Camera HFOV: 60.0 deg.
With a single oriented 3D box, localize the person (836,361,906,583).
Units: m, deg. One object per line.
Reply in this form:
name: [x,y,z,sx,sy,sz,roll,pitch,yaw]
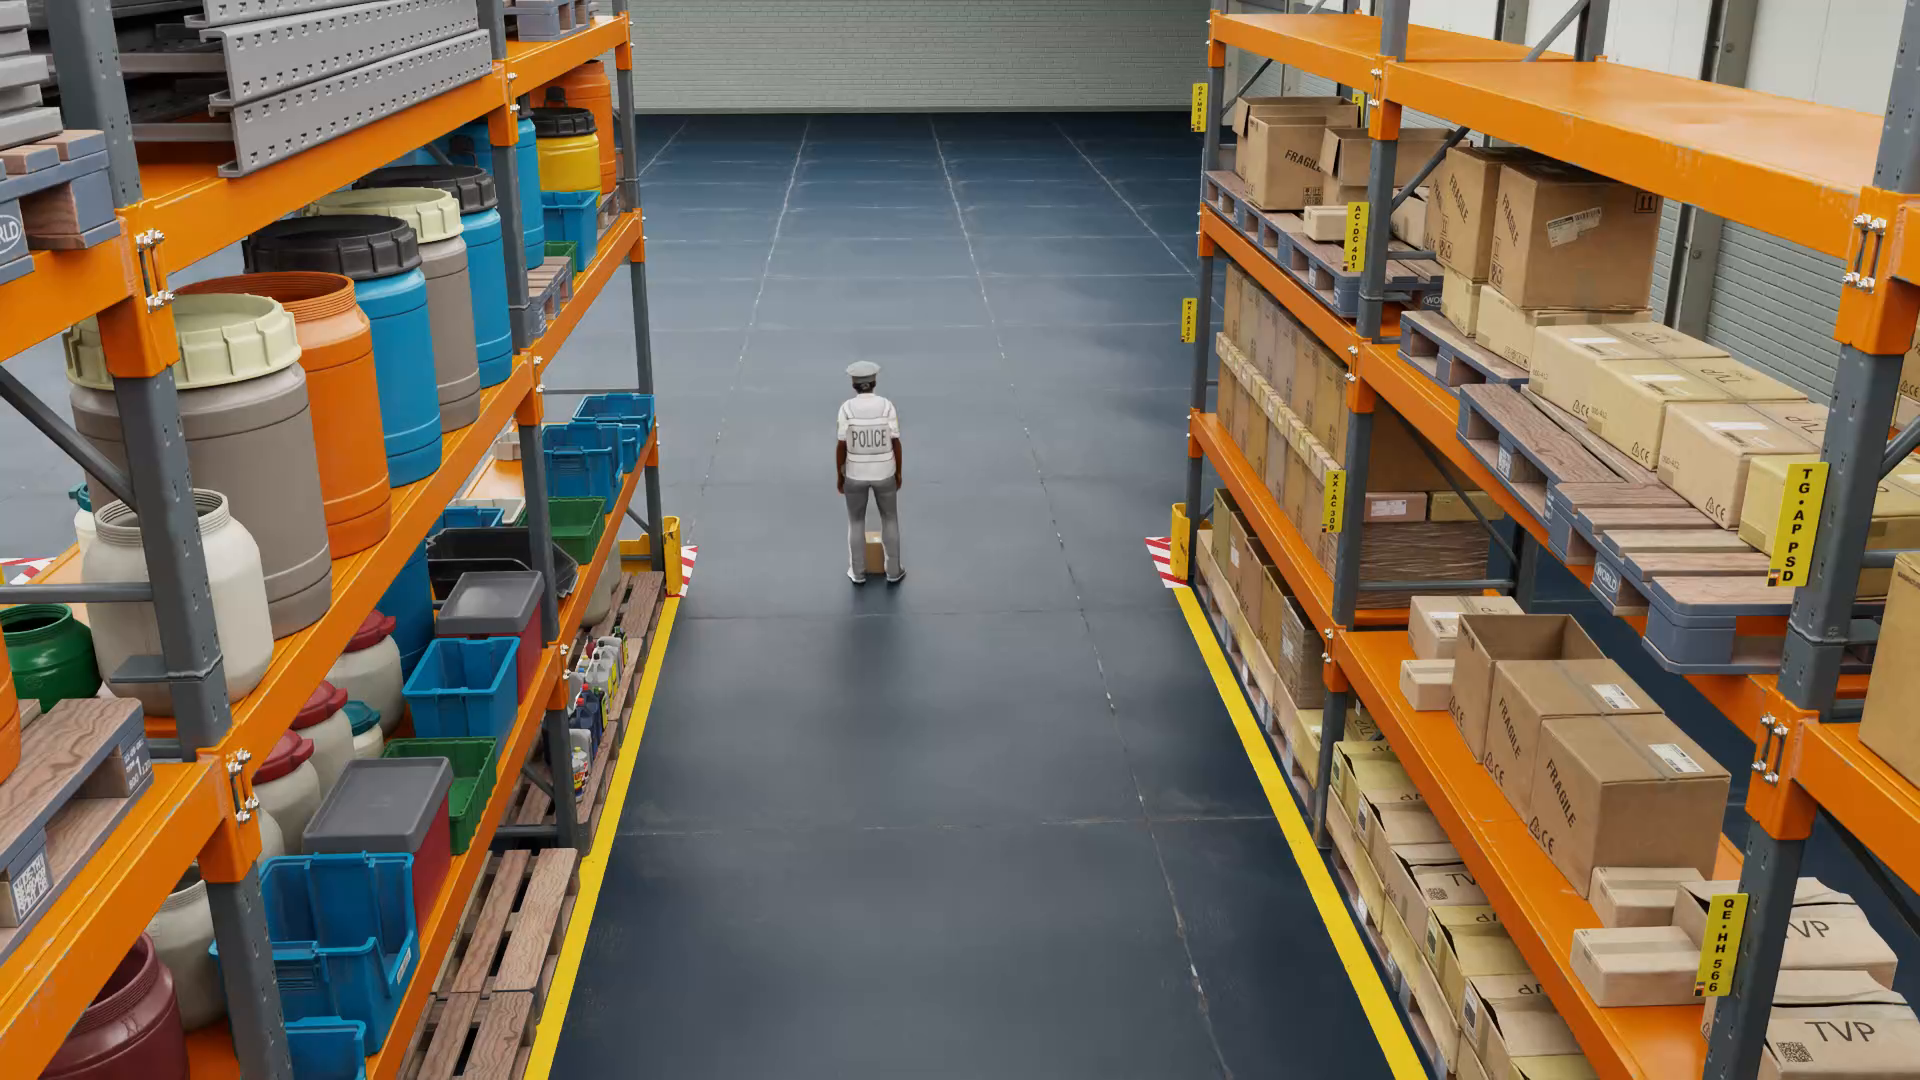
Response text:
person: [-0.663,-0.481,12.367,0.518,1.656,0.396,-2,21,-6]
